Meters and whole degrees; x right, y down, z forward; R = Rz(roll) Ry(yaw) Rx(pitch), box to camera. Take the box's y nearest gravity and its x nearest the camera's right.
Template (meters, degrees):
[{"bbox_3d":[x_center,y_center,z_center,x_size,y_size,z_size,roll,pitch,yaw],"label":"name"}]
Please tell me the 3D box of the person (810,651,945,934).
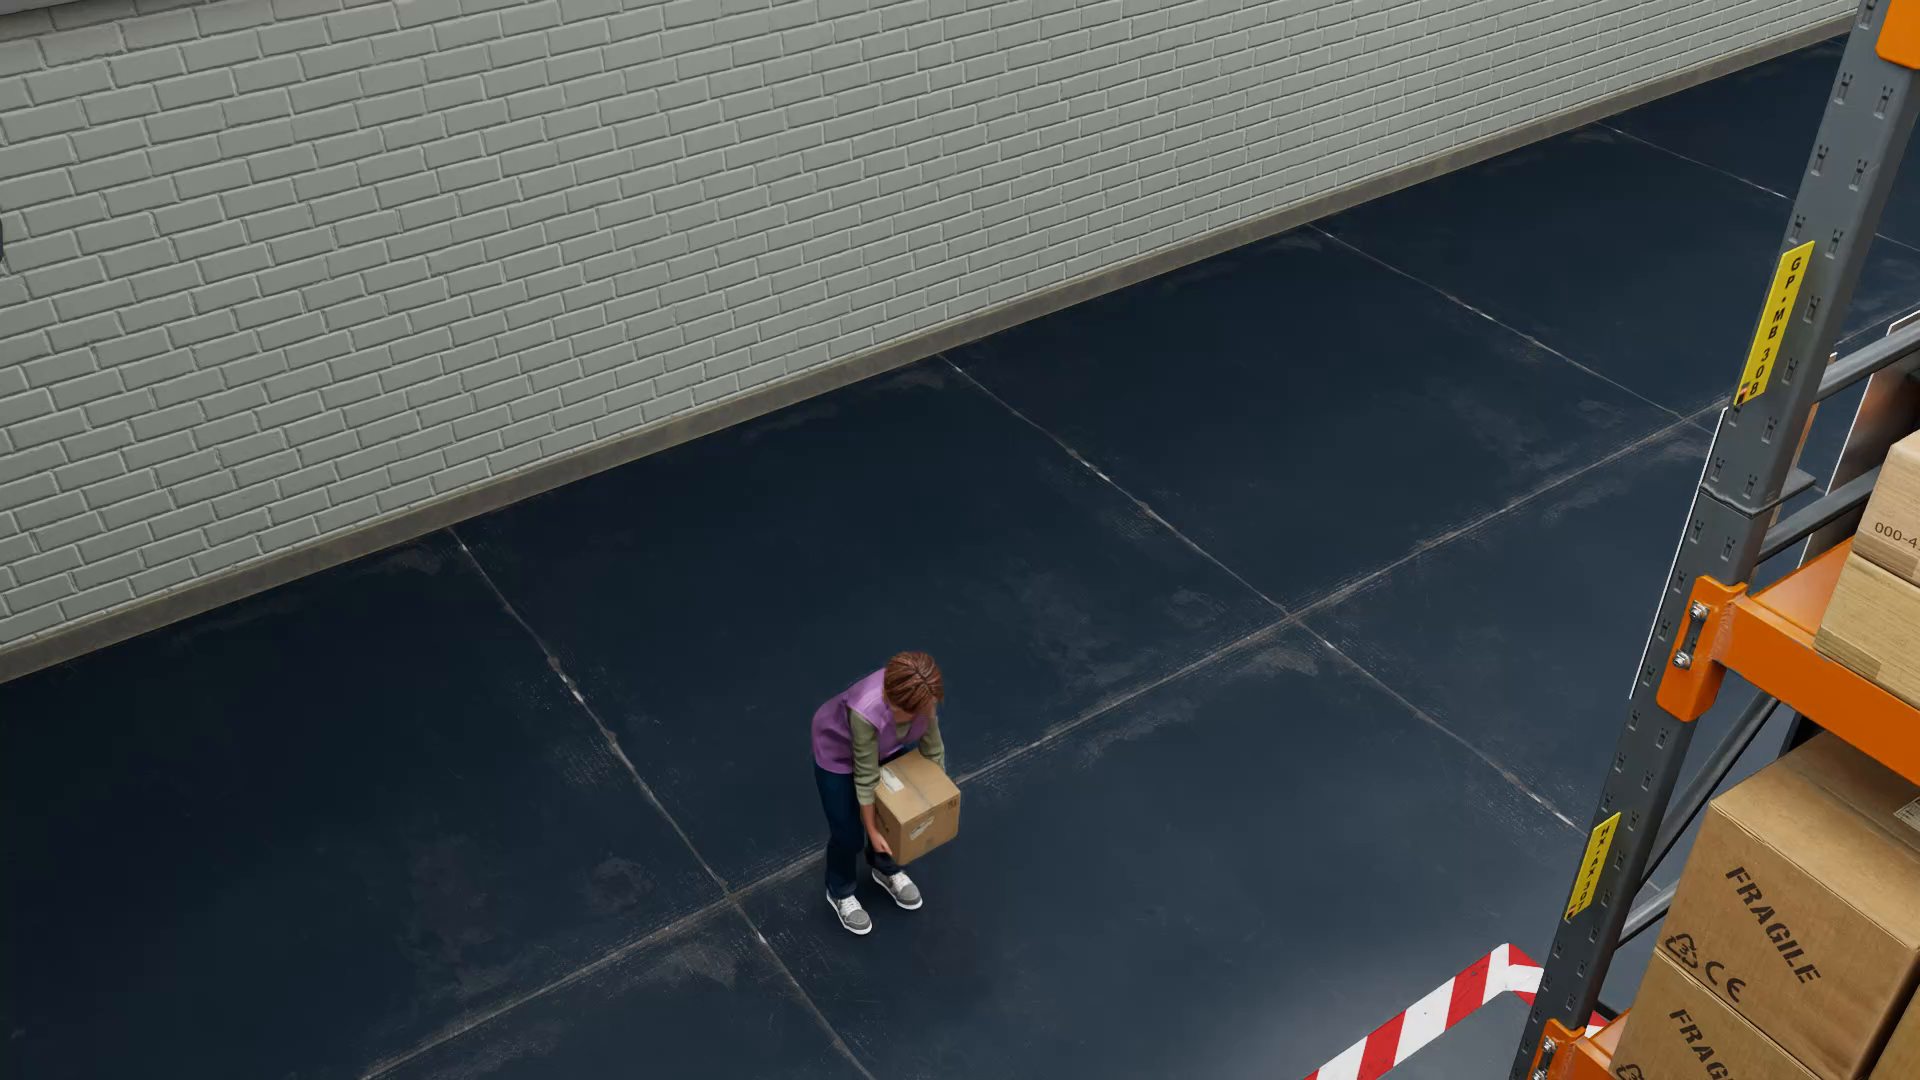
[{"bbox_3d":[-0.272,0.880,5.956,0.373,1.458,0.636,-24,43,-28],"label":"person"}]
